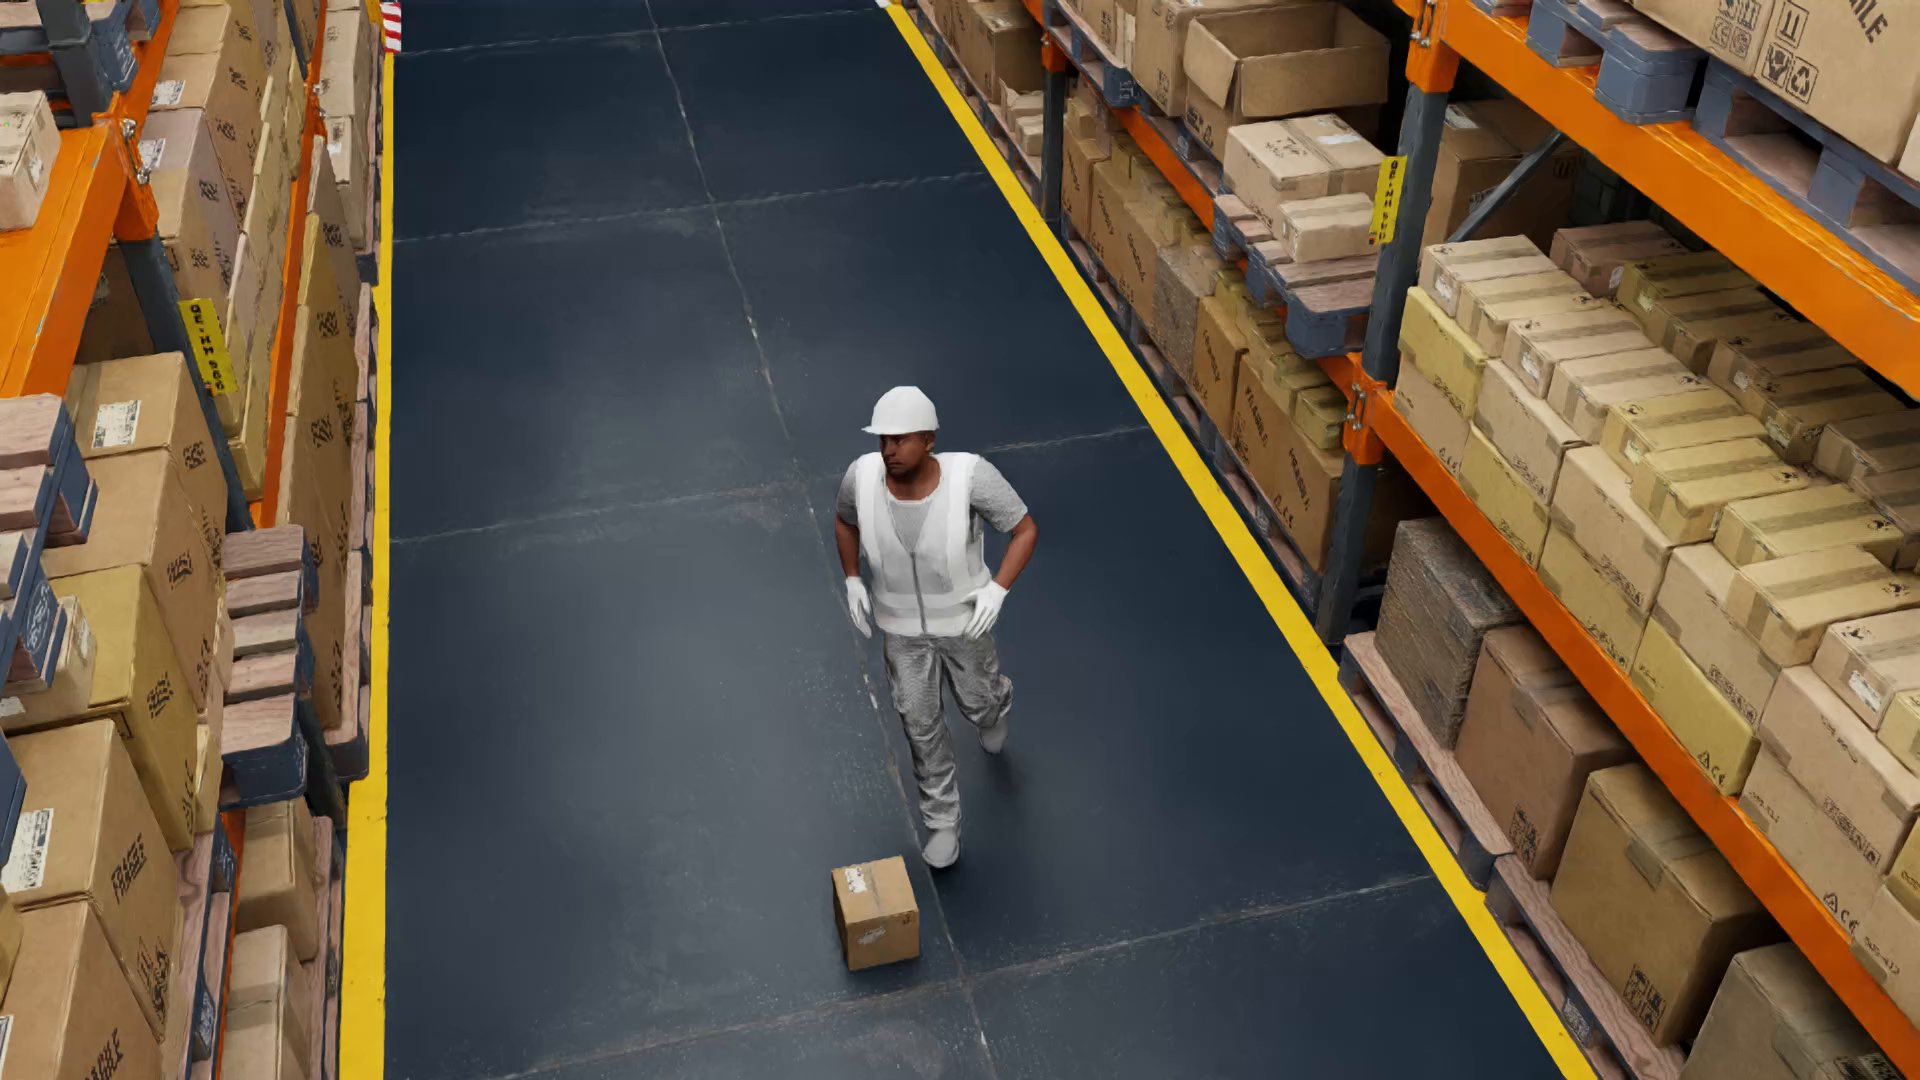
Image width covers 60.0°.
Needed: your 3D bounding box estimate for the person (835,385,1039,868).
[{"bbox_3d":[-0.107,0.282,5.786,0.719,1.765,0.851,5,38,6],"label":"person"}]
